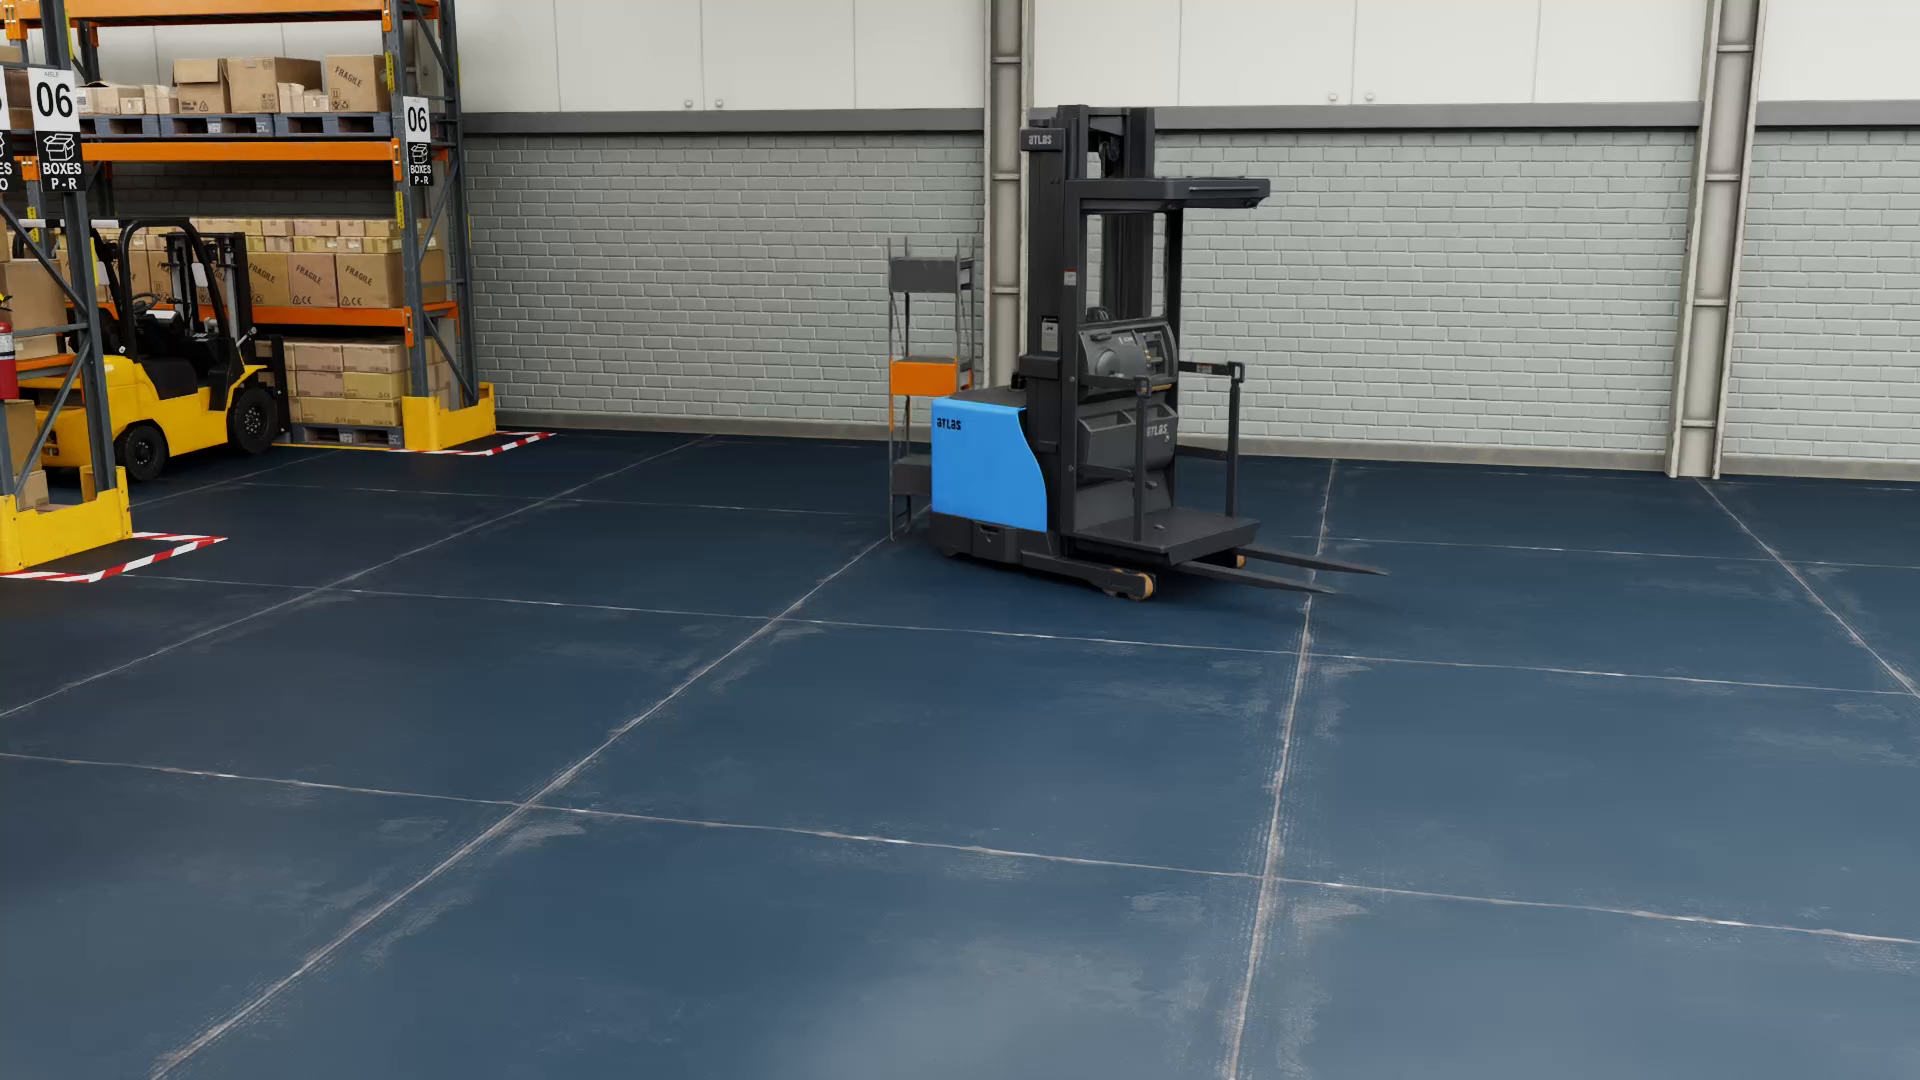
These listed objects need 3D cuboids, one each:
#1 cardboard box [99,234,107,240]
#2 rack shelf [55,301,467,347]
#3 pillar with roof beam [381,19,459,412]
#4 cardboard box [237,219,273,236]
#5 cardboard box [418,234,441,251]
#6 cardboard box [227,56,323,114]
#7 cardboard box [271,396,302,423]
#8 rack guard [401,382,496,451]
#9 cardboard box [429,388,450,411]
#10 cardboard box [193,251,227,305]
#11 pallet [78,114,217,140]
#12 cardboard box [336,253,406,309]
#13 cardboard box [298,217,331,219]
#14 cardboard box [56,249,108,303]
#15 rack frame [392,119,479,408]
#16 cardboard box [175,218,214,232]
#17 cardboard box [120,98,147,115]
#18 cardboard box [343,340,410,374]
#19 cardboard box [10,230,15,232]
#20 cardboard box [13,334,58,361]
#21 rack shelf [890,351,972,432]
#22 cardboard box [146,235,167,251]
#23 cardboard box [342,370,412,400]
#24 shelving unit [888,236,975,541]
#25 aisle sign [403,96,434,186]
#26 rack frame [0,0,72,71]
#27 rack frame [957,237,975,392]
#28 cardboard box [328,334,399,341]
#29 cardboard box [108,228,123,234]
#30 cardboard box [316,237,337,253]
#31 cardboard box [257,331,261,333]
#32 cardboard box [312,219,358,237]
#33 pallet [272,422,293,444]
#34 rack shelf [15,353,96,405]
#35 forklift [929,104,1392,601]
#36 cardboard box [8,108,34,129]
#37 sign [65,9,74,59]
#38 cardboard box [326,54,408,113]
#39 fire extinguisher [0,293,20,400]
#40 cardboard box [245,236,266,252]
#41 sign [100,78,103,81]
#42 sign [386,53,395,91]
[{"bbox_3d":[-8.308,-2.908,16.189,0.250,0.149,0.380,3,13,15],"label":"cardboard box"},{"bbox_3d":[-6.864,-2.173,16.263,4.000,0.370,1.077,3,13,14],"label":"rack shelf"},{"bbox_3d":[-6.414,-4.669,12.004,0.400,9.000,9.100,3,13,14],"label":"pillar with roof beam"},{"bbox_3d":[-6.584,-2.950,15.691,0.250,0.149,0.380,3,13,15],"label":"cardboard box"},{"bbox_3d":[-5.190,-2.858,15.961,0.250,0.149,0.380,3,13,12],"label":"cardboard box"},{"bbox_3d":[-6.381,-4.233,15.532,0.500,0.500,0.700,3,13,14],"label":"cardboard box"},{"bbox_3d":[-6.419,-1.297,16.031,0.500,0.250,0.500,3,13,14],"label":"cardboard box"},{"bbox_3d":[-4.899,-1.199,15.982,0.348,0.500,1.175,3,13,14],"label":"rack guard"},{"bbox_3d":[-5.353,-1.350,16.270,0.500,0.250,0.500,3,13,14],"label":"cardboard box"},{"bbox_3d":[-6.953,-2.519,15.929,0.500,0.500,0.500,3,13,14],"label":"cardboard box"},{"bbox_3d":[-7.972,-4.010,16.162,1.213,0.211,1.003,3,13,14],"label":"pallet"},{"bbox_3d":[-5.463,-2.439,15.572,0.500,0.500,0.500,3,13,12],"label":"cardboard box"},{"bbox_3d":[-6.202,-3.049,16.136,0.250,0.149,0.380,3,13,15],"label":"cardboard box"},{"bbox_3d":[-8.438,-2.599,16.291,0.500,0.500,0.500,3,13,12],"label":"cardboard box"},{"bbox_3d":[-4.923,-2.420,15.717,0.127,3.000,1.000,3,13,14],"label":"rack frame"},{"bbox_3d":[-7.298,-3.009,15.957,0.250,0.149,0.380,3,13,13],"label":"cardboard box"},{"bbox_3d":[-7.697,-4.096,15.726,0.250,0.149,0.380,3,13,15],"label":"cardboard box"},{"bbox_3d":[-5.444,-1.729,15.673,0.500,0.250,0.500,4,13,15],"label":"cardboard box"},{"bbox_3d":[-9.586,-3.095,17.029,0.250,0.149,0.380,3,13,13],"label":"cardboard box"},{"bbox_3d":[-6.388,-1.315,11.314,0.250,0.149,0.380,3,13,14],"label":"cardboard box"},{"bbox_3d":[-0.192,-1.031,11.595,0.480,0.518,0.431,4,13,16],"label":"rack shelf"},{"bbox_3d":[-7.572,-2.858,15.963,0.250,0.149,0.380,3,13,13],"label":"cardboard box"},{"bbox_3d":[-5.470,-1.486,15.733,0.500,0.250,0.500,3,13,13],"label":"cardboard box"},{"bbox_3d":[-0.192,-1.044,11.592,0.503,2.100,0.431,4,13,16],"label":"shelving unit"},{"bbox_3d":[-4.929,-3.624,15.142,0.004,0.787,0.394,3,13,14],"label":"aisle sign"},{"bbox_3d":[-6.108,-4.305,10.362,0.127,3.000,1.000,3,13,14],"label":"rack frame"},{"bbox_3d":[0.042,-1.029,11.524,0.015,2.100,0.400,4,13,16],"label":"rack frame"},{"bbox_3d":[-5.830,-1.861,16.266,0.500,0.250,0.500,3,13,14],"label":"cardboard box"},{"bbox_3d":[-8.042,-3.054,16.157,0.250,0.149,0.380,3,13,12],"label":"cardboard box"},{"bbox_3d":[-5.819,-2.778,15.602,0.250,0.149,0.380,3,13,15],"label":"cardboard box"},{"bbox_3d":[-7.299,-1.942,16.630,0.500,0.250,0.500,3,13,14],"label":"cardboard box"},{"bbox_3d":[-5.828,-2.919,15.552,0.250,0.149,0.380,3,13,15],"label":"cardboard box"},{"bbox_3d":[-6.856,-1.154,16.446,1.213,0.211,1.003,3,13,14],"label":"pallet"},{"bbox_3d":[-8.050,-1.129,11.557,4.000,0.370,1.077,3,13,14],"label":"rack shelf"},{"bbox_3d":[1.219,-1.191,10.335,3.031,2.935,1.130,11,17,41],"label":"forklift"},{"bbox_3d":[-6.352,-2.803,11.099,0.250,0.149,0.380,3,13,14],"label":"cardboard box"},{"bbox_3d":[-5.978,-3.381,11.106,0.005,0.325,0.100,3,13,14],"label":"sign"},{"bbox_3d":[-5.411,-4.159,15.198,0.500,0.500,0.500,3,13,15],"label":"cardboard box"},{"bbox_3d":[-6.108,-1.236,10.556,0.183,0.674,0.296,3,13,14],"label":"fire extinguisher"},{"bbox_3d":[-6.578,-2.806,15.728,0.250,0.149,0.380,3,13,14],"label":"cardboard box"},{"bbox_3d":[-8.675,-4.500,16.790,0.005,0.325,0.100,3,13,14],"label":"sign"},{"bbox_3d":[-5.066,-4.165,14.794,0.005,0.325,0.100,3,13,14],"label":"sign"}]
